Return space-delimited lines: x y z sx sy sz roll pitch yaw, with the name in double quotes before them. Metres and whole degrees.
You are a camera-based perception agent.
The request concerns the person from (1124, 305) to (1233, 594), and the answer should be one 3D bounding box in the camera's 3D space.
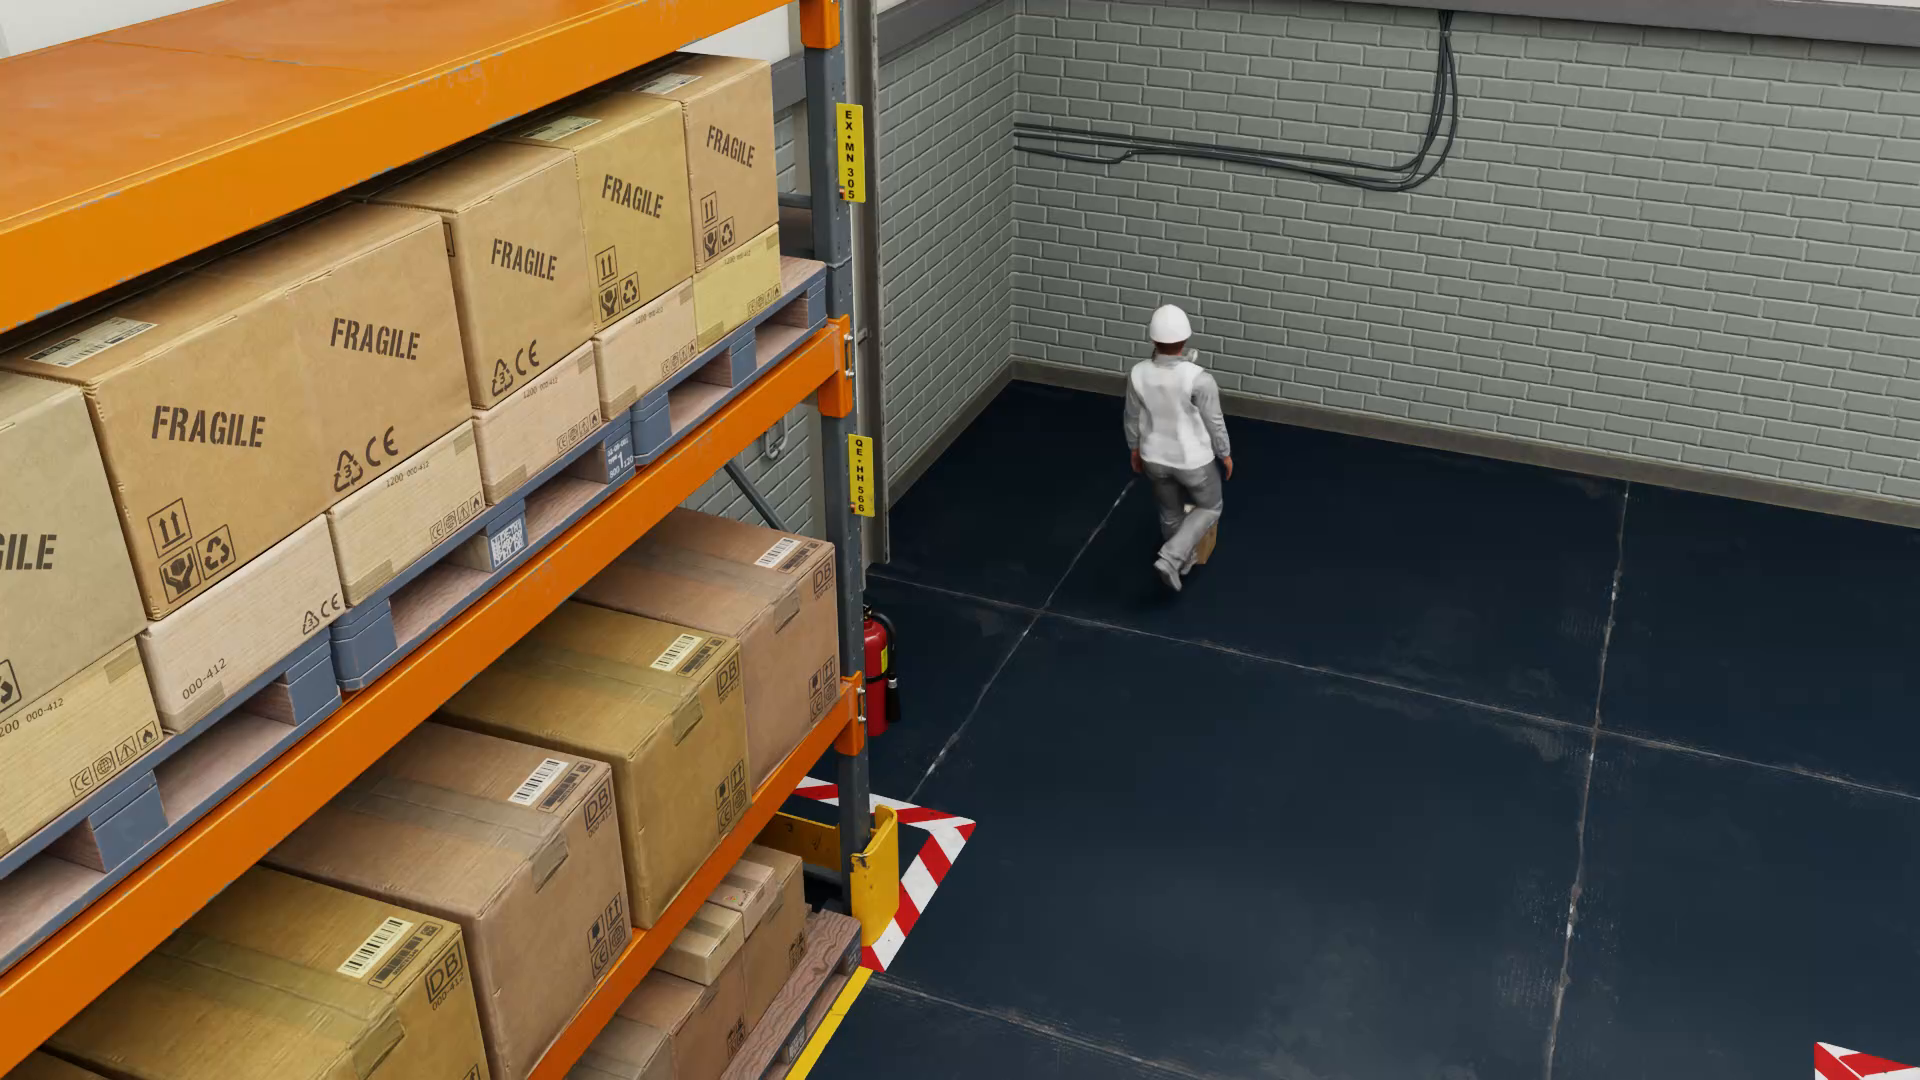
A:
"person" 1.250 -0.519 9.300 0.609 1.748 0.735 16 33 26
